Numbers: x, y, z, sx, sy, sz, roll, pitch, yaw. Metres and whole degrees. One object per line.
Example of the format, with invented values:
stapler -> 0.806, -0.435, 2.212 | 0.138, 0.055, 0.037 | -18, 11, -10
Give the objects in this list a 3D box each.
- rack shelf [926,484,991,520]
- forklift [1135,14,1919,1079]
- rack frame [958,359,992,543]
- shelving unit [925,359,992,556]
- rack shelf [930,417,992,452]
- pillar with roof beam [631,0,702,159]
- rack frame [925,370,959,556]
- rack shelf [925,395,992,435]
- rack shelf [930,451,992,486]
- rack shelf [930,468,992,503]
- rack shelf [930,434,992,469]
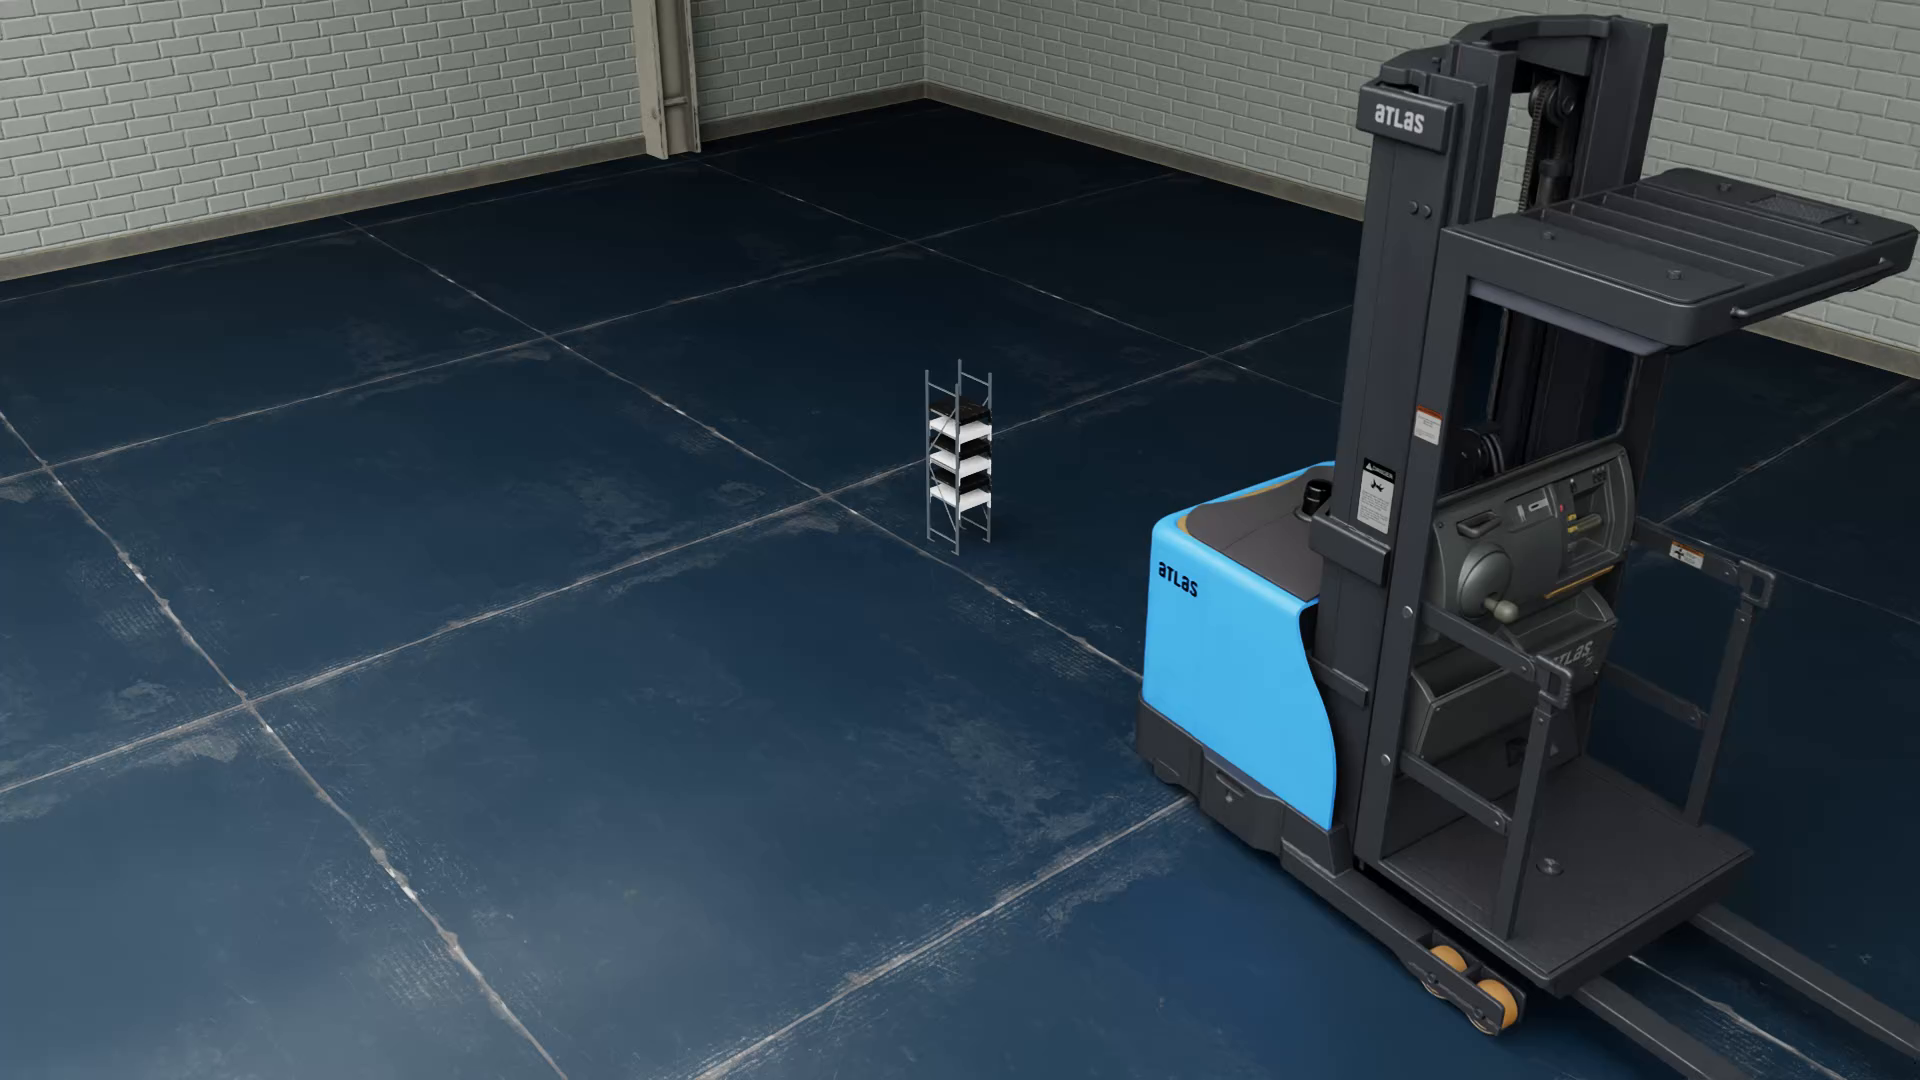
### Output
rack shelf -> -0.006, -0.206, 8.134 | 0.200, 0.077, 0.258 | -22, 35, -35
forklift -> 1.942, 0.021, 5.101 | 1.130, 2.935, 3.031 | -18, 33, -30
rack frame -> 0.071, -0.426, 8.091 | 0.006, 0.900, 0.240 | -22, 35, -35
shelving unit -> -0.006, -0.394, 8.033 | 0.210, 0.900, 0.258 | -22, 35, -35
rack shelf -> -0.006, -0.524, 7.964 | 0.200, 0.077, 0.258 | -22, 35, -35
pillar with roof beam -> 0.270, -5.841, 9.633 | 0.400, 9.000, 9.100 | -22, 35, -35
rack frame -> -0.084, -0.363, 7.975 | 0.006, 0.900, 0.240 | -22, 35, -35
rack shelf -> -0.006, -0.603, 7.922 | 0.200, 0.077, 0.258 | -22, 35, -35
rack shelf -> -0.006, -0.365, 8.049 | 0.200, 0.077, 0.258 | -22, 35, -35
rack shelf -> -0.006, -0.286, 8.091 | 0.200, 0.077, 0.258 | -22, 35, -35
rack shelf -> -0.006, -0.444, 8.007 | 0.200, 0.077, 0.258 | -22, 35, -35
